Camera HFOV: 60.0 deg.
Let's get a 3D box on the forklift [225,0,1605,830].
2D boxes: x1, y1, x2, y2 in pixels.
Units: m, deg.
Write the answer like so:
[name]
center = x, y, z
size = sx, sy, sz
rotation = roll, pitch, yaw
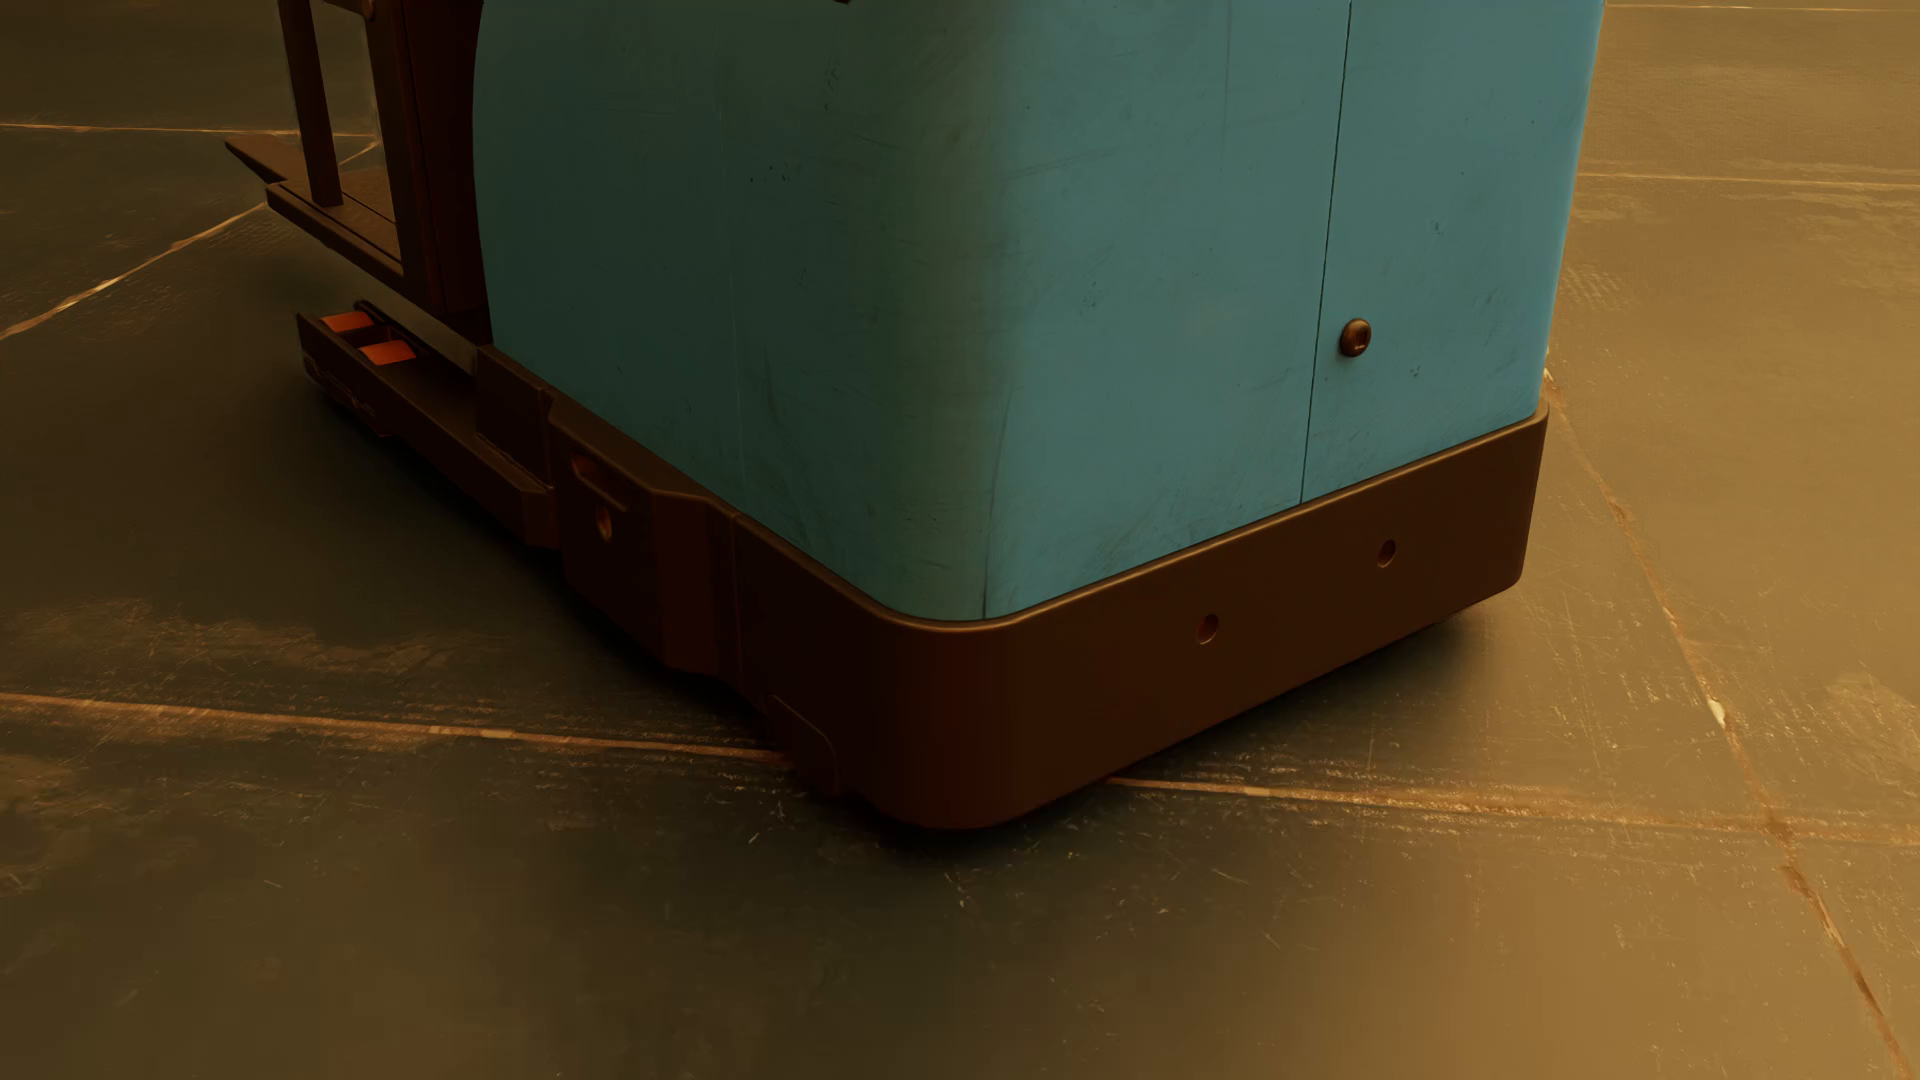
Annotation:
[forklift]
center = -0.527, -1.605, 2.433
size = 1.130, 2.935, 3.031
rotation = -19, 32, -33
